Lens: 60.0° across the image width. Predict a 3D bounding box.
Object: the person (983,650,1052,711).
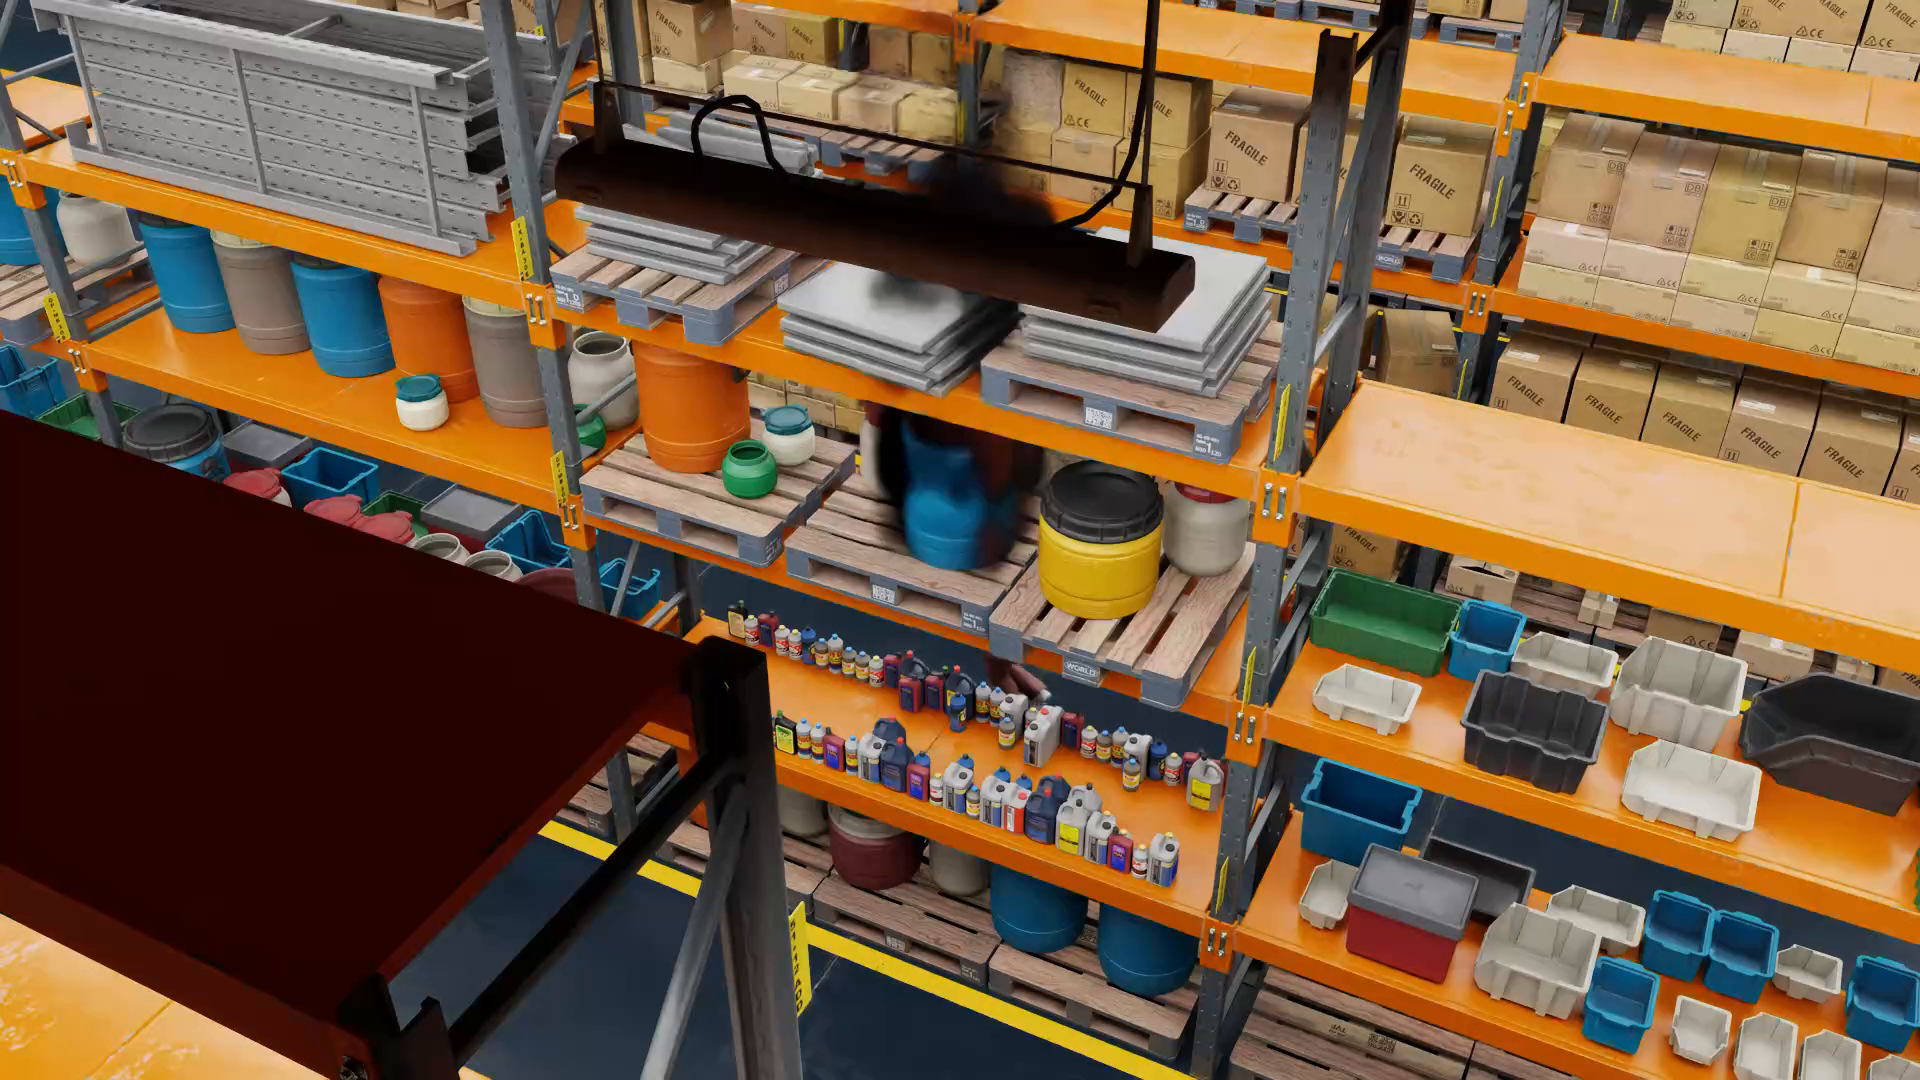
[{"bbox_3d":[0.329,0.645,11.506,0.564,1.596,0.570,24,41,30],"label":"person"}]
